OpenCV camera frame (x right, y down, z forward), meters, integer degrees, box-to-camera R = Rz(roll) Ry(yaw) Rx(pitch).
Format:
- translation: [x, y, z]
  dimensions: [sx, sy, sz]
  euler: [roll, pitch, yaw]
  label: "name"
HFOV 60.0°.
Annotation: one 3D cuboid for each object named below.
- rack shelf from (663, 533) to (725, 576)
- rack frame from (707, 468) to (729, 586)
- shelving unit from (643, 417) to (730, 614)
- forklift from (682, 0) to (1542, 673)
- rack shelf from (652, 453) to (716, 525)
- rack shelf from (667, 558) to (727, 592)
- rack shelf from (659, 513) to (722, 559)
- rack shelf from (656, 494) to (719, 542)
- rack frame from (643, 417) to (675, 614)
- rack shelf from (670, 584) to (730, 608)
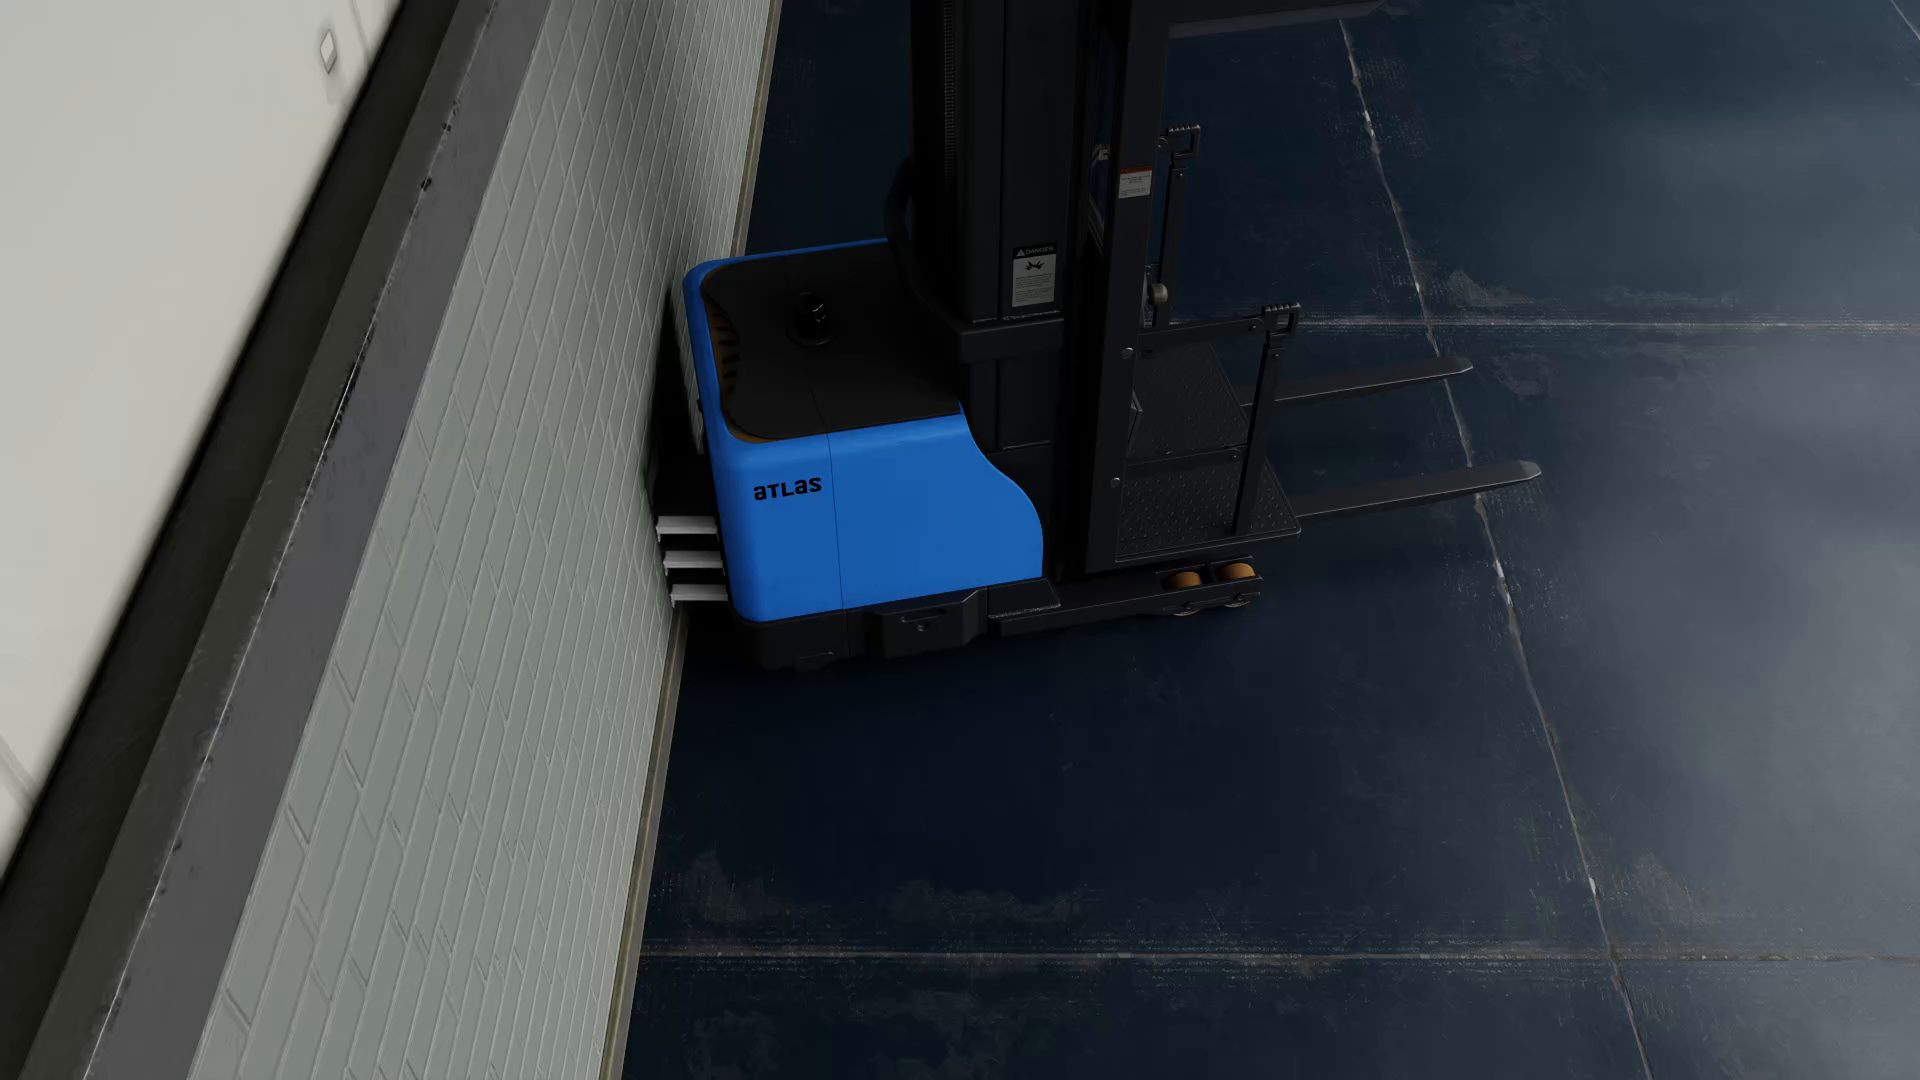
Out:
- translation: [-0.896, 0.002, 5.679]
  dimensions: [0.200, 0.077, 0.258]
  euler: [0, 50, 0]
  label: "rack shelf"
- translation: [-0.794, -0.019, 5.654]
  dimensions: [0.006, 0.900, 0.240]
  euler: [0, 50, 0]
  label: "rack frame"
- translation: [-0.895, -0.019, 5.653]
  dimensions: [0.210, 0.900, 0.258]
  euler: [0, 50, 0]
  label: "shelving unit"
- translation: [0.614, -1.097, 5.268]
  dimensions: [3.031, 2.935, 1.130]
  euler: [-9, 48, -8]
  label: "forklift"
- translation: [-0.894, -0.170, 5.471]
  dimensions: [0.200, 0.077, 0.258]
  euler: [0, 50, 0]
  label: "rack shelf"
- translation: [-0.896, 0.059, 5.748]
  dimensions: [0.200, 0.077, 0.258]
  euler: [0, 50, 0]
  label: "rack shelf"
- translation: [-0.895, -0.055, 5.610]
  dimensions: [0.200, 0.077, 0.258]
  euler: [0, 50, 0]
  label: "rack shelf"
- translation: [-0.895, -0.113, 5.540]
  dimensions: [0.200, 0.077, 0.258]
  euler: [0, 50, 0]
  label: "rack shelf"
- translation: [-0.997, -0.020, 5.653]
  dimensions: [0.006, 0.900, 0.240]
  euler: [0, 50, 0]
  label: "rack frame"
- translation: [-0.896, 0.117, 5.818]
  dimensions: [0.200, 0.077, 0.258]
  euler: [0, 50, 0]
  label: "rack shelf"
